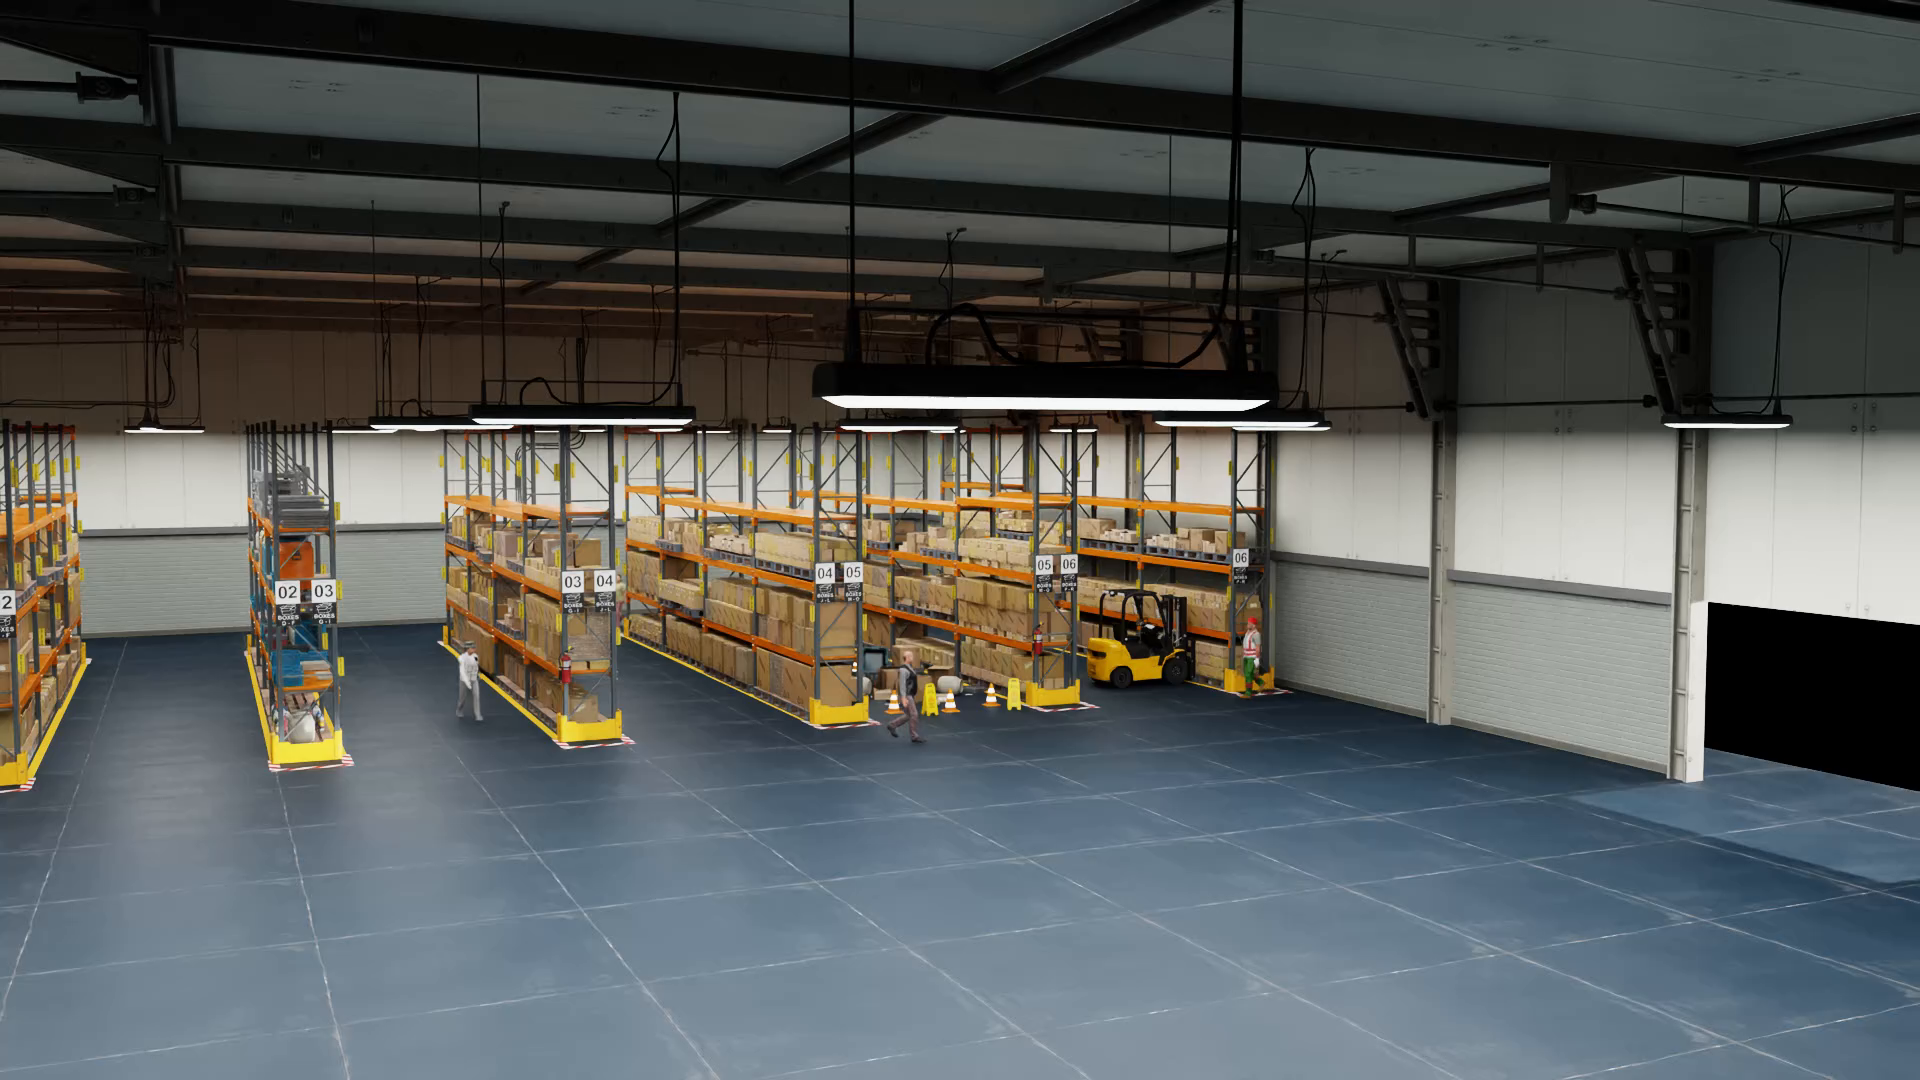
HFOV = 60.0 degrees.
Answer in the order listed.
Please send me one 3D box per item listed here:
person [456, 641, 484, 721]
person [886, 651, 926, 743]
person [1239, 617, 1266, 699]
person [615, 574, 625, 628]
[{"bbox_3d":[-9.841,2.820,33.441,0.466,1.569,1.067,-3,5,-39],"label":"person"},{"bbox_3d":[-0.995,2.917,31.086,0.800,1.701,0.585,1,4,11],"label":"person"},{"bbox_3d":[6.406,2.562,36.261,0.822,1.770,0.553,-2,4,-26],"label":"person"},{"bbox_3d":[-10.099,1.810,49.107,0.441,1.653,0.681,2,4,25],"label":"person"}]
